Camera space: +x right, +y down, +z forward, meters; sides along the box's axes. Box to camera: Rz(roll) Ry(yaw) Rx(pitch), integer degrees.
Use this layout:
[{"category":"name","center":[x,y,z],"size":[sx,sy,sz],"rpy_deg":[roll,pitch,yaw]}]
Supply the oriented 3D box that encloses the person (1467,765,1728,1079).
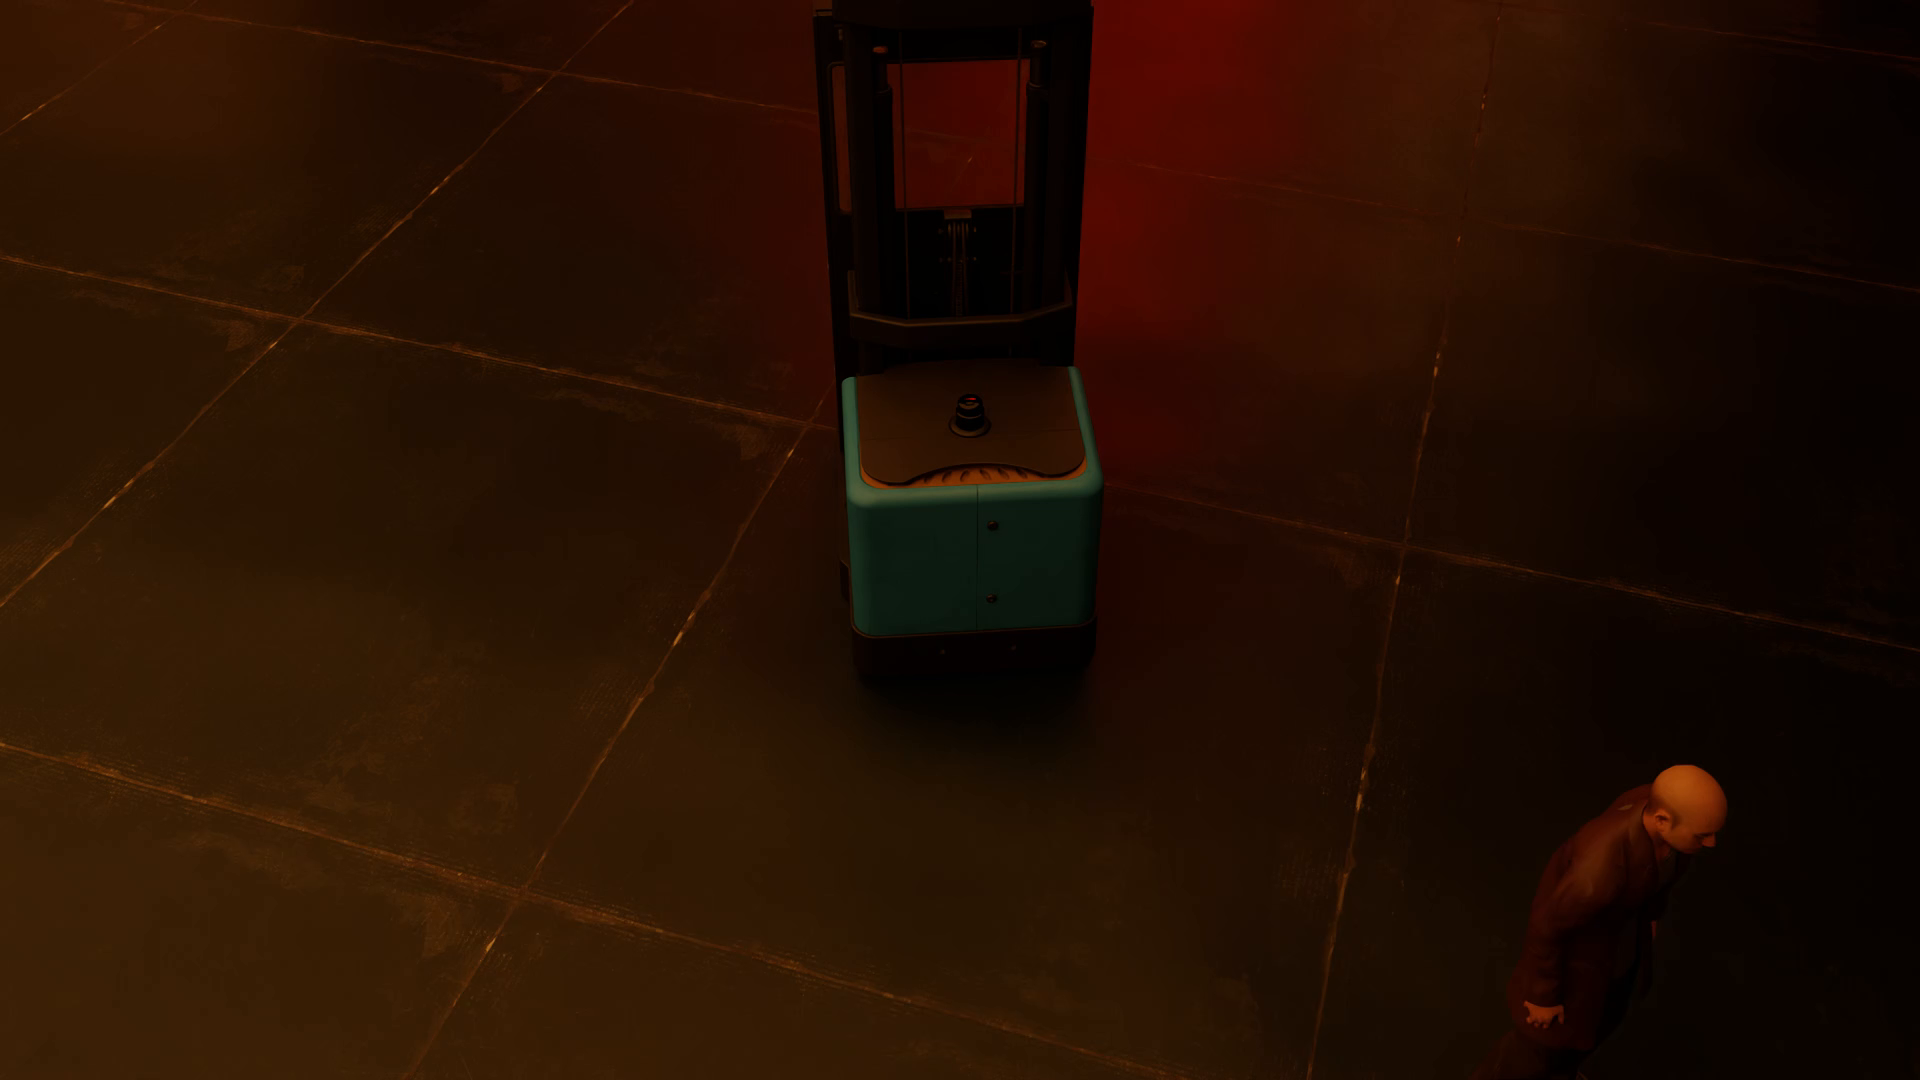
[{"category":"person","center":[1.970,1.282,5.161],"size":[0.643,1.772,0.435],"rpy_deg":[-26,49,-25]}]

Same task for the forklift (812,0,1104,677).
[{"category":"forklift","center":[-0.048,-1.486,7.287],"size":[1.130,2.935,3.031],"rpy_deg":[-3,43,-3]}]
